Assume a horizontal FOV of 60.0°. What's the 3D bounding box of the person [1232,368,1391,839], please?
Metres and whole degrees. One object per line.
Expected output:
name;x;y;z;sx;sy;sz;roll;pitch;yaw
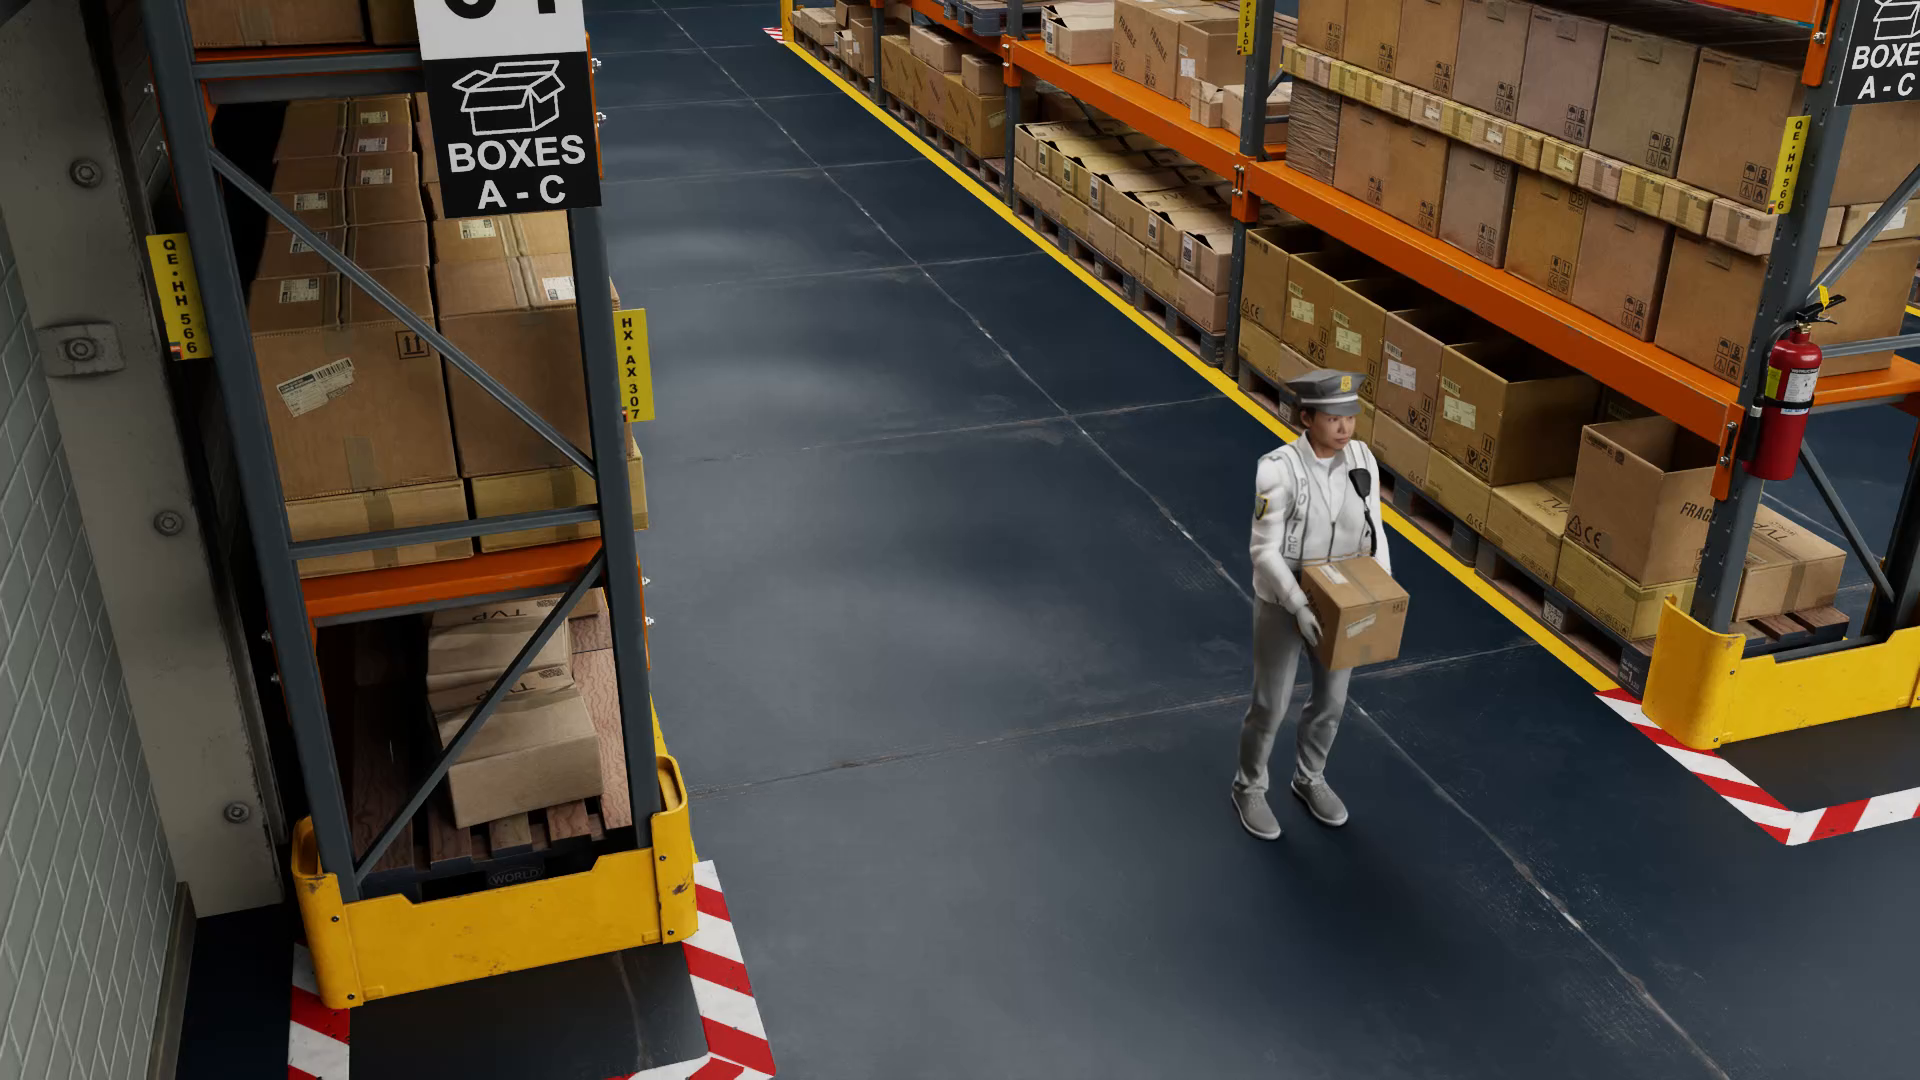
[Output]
person;1.210;0.238;5.601;0.489;1.691;0.489;-8;28;-16
